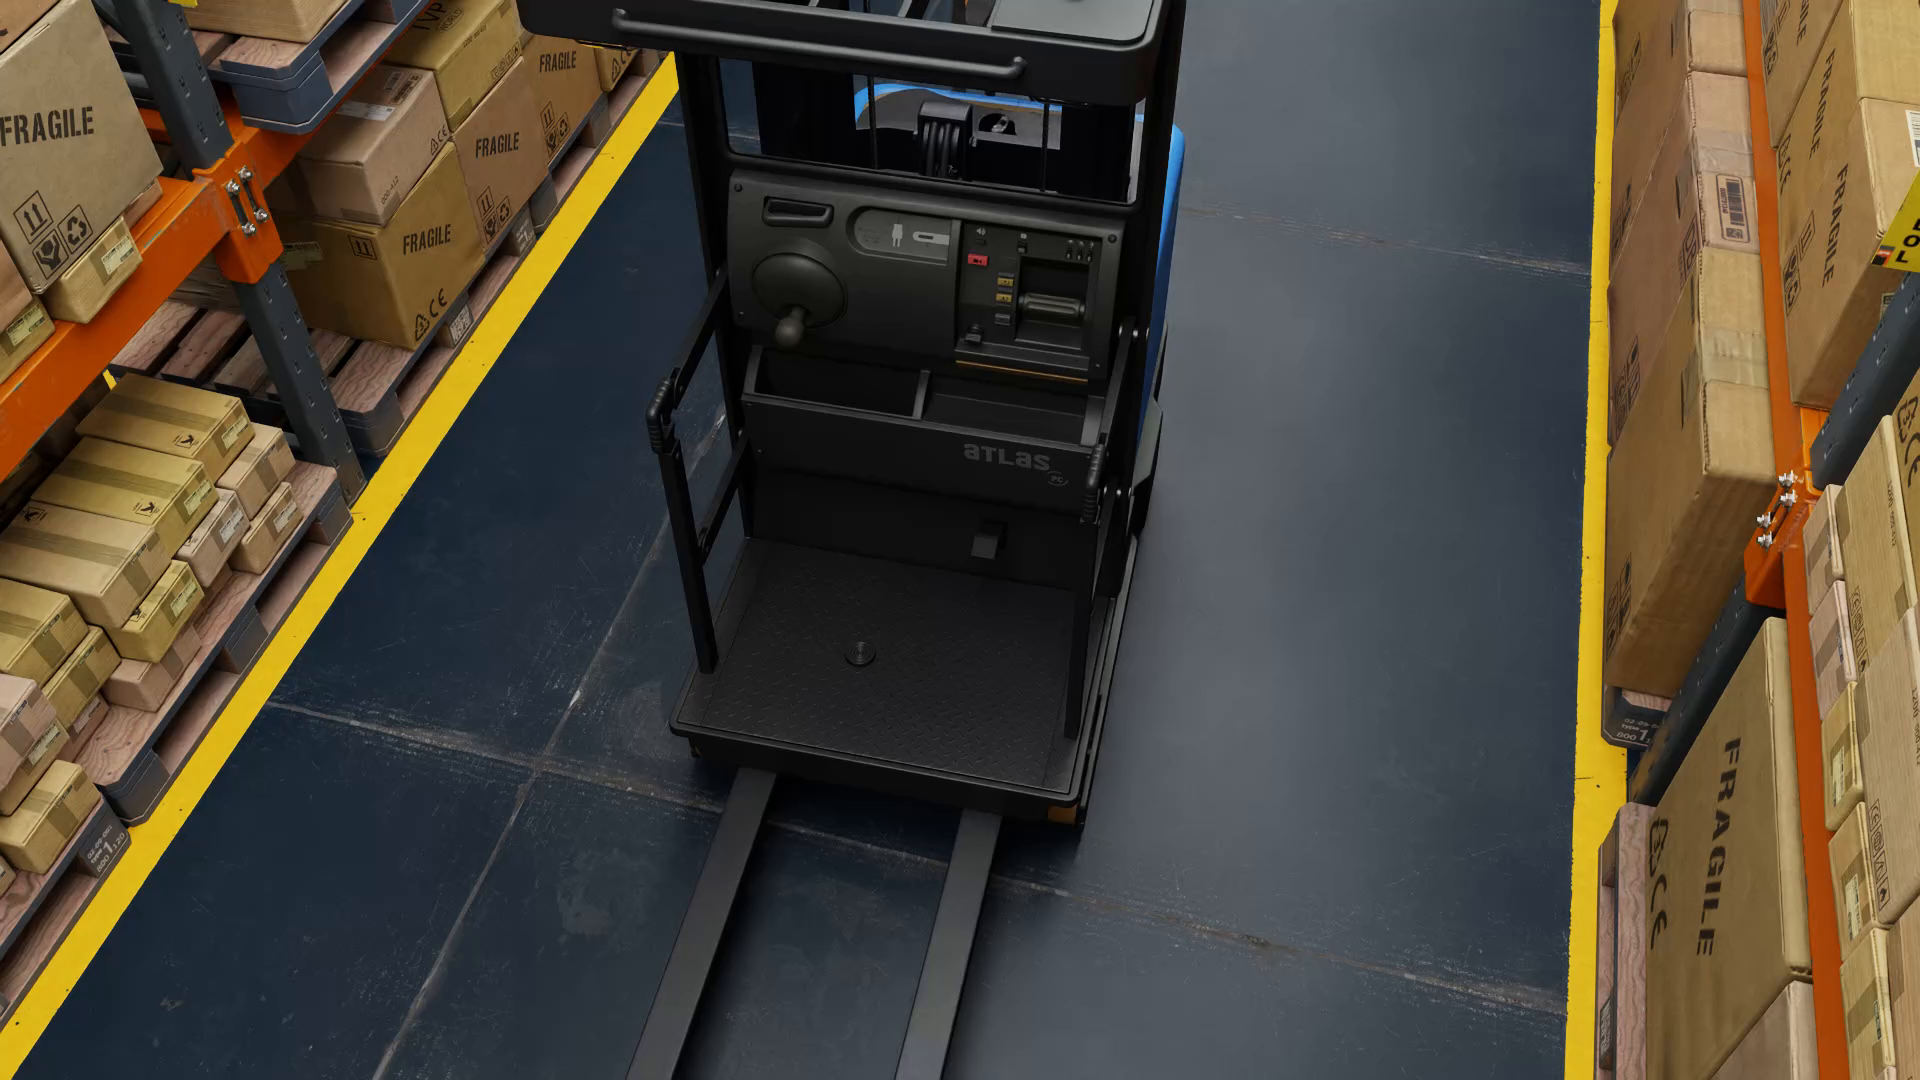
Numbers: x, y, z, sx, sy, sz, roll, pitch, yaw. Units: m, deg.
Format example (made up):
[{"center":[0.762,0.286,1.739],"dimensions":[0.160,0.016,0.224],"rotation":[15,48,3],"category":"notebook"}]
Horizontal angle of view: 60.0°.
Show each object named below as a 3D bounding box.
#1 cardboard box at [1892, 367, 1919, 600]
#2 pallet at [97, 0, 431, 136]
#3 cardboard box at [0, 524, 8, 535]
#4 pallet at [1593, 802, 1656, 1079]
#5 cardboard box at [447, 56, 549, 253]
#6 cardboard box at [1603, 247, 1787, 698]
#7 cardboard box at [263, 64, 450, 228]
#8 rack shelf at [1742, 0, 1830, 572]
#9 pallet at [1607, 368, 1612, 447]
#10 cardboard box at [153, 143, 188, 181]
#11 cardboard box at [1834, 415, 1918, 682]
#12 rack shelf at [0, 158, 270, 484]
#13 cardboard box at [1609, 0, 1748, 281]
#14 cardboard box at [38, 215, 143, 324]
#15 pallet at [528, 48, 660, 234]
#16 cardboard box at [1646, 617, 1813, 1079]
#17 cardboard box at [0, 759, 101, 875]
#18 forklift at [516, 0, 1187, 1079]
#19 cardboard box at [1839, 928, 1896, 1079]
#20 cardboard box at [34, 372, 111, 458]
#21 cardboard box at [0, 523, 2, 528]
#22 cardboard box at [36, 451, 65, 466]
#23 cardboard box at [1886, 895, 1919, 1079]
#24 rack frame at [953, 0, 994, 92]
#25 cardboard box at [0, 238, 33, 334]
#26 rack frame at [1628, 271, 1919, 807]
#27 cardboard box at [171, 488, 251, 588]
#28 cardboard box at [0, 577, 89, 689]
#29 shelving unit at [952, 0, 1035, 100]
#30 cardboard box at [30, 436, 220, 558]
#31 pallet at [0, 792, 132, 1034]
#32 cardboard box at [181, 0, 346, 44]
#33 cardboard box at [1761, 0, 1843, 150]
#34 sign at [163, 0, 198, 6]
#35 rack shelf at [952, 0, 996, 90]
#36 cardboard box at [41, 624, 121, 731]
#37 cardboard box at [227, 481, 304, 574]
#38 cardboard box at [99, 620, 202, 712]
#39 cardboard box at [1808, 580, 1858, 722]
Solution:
[{"center":[1.963,-0.176,2.806],"dimensions":[0.500,0.500,0.500],"rotation":[12,50,10],"category":"cardboard box"},{"center":[-2.081,-1.688,4.867],"dimensions":[1.003,0.211,1.213],"rotation":[12,50,10],"category":"pallet"},{"center":[-2.836,0.062,4.617],"dimensions":[0.380,0.149,0.250],"rotation":[11,50,10],"category":"cardboard box"},{"center":[2.061,1.282,3.978],"dimensions":[1.003,0.211,1.213],"rotation":[12,50,10],"category":"pallet"},{"center":[-1.834,-1.404,5.875],"dimensions":[0.500,0.500,0.500],"rotation":[14,50,12],"category":"cardboard box"},{"center":[2.485,-0.078,4.455],"dimensions":[1.225,0.875,0.875],"rotation":[12,50,10],"category":"cardboard box"},{"center":[-1.973,-1.269,5.256],"dimensions":[0.500,0.250,0.500],"rotation":[10,49,8],"category":"cardboard box"},{"center":[2.863,-1.384,4.950],"dimensions":[1.077,0.370,4.000],"rotation":[12,50,10],"category":"rack shelf"},{"center":[2.786,-0.711,5.736],"dimensions":[1.003,0.211,1.213],"rotation":[12,50,10],"category":"pallet"},{"center":[-2.470,-1.376,5.350],"dimensions":[0.500,0.250,0.500],"rotation":[10,49,9],"category":"cardboard box"},{"center":[1.960,0.064,3.094],"dimensions":[0.500,0.250,0.500],"rotation":[11,49,9],"category":"cardboard box"},{"center":[-2.949,0.458,3.325],"dimensions":[1.077,0.370,4.000],"rotation":[12,50,10],"category":"rack shelf"},{"center":[2.945,-1.366,5.592],"dimensions":[1.225,0.875,0.875],"rotation":[12,50,10],"category":"cardboard box"},{"center":[-2.234,-0.683,4.020],"dimensions":[0.380,0.149,0.250],"rotation":[10,49,9],"category":"cardboard box"},{"center":[-1.900,-1.753,6.656],"dimensions":[1.003,0.211,1.213],"rotation":[12,50,10],"category":"pallet"},{"center":[2.085,0.851,3.636],"dimensions":[0.875,0.875,0.875],"rotation":[12,50,10],"category":"cardboard box"},{"center":[-2.469,0.677,4.273],"dimensions":[0.380,0.149,0.250],"rotation":[11,50,10],"category":"cardboard box"},{"center":[-0.135,-0.487,3.767],"dimensions":[1.129,2.867,3.031],"rotation":[9,49,8],"category":"forklift"},{"center":[1.665,0.813,2.700],"dimensions":[0.380,0.149,0.250],"rotation":[11,49,10],"category":"cardboard box"},{"center":[-2.713,-0.411,4.837],"dimensions":[0.380,0.149,0.250],"rotation":[13,50,12],"category":"cardboard box"},{"center":[-2.862,-0.031,4.501],"dimensions":[0.380,0.149,0.250],"rotation":[11,49,10],"category":"cardboard box"},{"center":[-2.826,-0.322,4.956],"dimensions":[0.380,0.149,0.250],"rotation":[14,50,12],"category":"cardboard box"},{"center":[1.693,0.799,2.446],"dimensions":[0.500,0.250,0.500],"rotation":[13,50,11],"category":"cardboard box"},{"center":[0.177,-1.362,5.052],"dimensions":[0.400,2.100,0.015],"rotation":[9,49,8],"category":"rack frame"},{"center":[-2.415,-0.577,3.494],"dimensions":[0.500,0.500,0.500],"rotation":[10,49,9],"category":"cardboard box"},{"center":[2.336,-0.175,3.404],"dimensions":[1.000,3.000,0.127],"rotation":[12,50,10],"category":"rack frame"},{"center":[-2.258,-0.032,4.701],"dimensions":[0.380,0.149,0.250],"rotation":[9,49,8],"category":"cardboard box"},{"center":[-2.496,0.236,4.266],"dimensions":[0.380,0.149,0.250],"rotation":[13,50,11],"category":"cardboard box"},{"center":[0.230,-1.541,5.209],"dimensions":[0.431,2.100,0.503],"rotation":[9,49,8],"category":"shelving unit"},{"center":[-2.294,-0.118,4.578],"dimensions":[0.380,0.149,0.250],"rotation":[12,50,11],"category":"cardboard box"},{"center":[-2.884,1.074,4.161],"dimensions":[1.003,0.211,1.213],"rotation":[12,50,10],"category":"pallet"},{"center":[-1.875,-1.477,4.440],"dimensions":[0.380,0.149,0.250],"rotation":[9,49,8],"category":"cardboard box"},{"center":[2.463,-1.336,4.362],"dimensions":[0.500,0.500,0.500],"rotation":[11,49,10],"category":"cardboard box"},{"center":[-1.897,-1.412,3.918],"dimensions":[0.100,0.325,0.005],"rotation":[12,50,10],"category":"sign"},{"center":[0.230,-1.532,5.220],"dimensions":[0.431,0.518,0.480],"rotation":[9,49,8],"category":"rack shelf"},{"center":[-2.472,0.327,4.384],"dimensions":[0.380,0.149,0.250],"rotation":[12,50,10],"category":"cardboard box"},{"center":[-2.197,-0.072,4.934],"dimensions":[0.380,0.149,0.250],"rotation":[12,50,11],"category":"cardboard box"},{"center":[-2.353,0.304,4.603],"dimensions":[0.380,0.149,0.250],"rotation":[10,49,9],"category":"cardboard box"},{"center":[1.868,0.246,3.199],"dimensions":[0.380,0.149,0.250],"rotation":[10,49,9],"category":"cardboard box"}]
